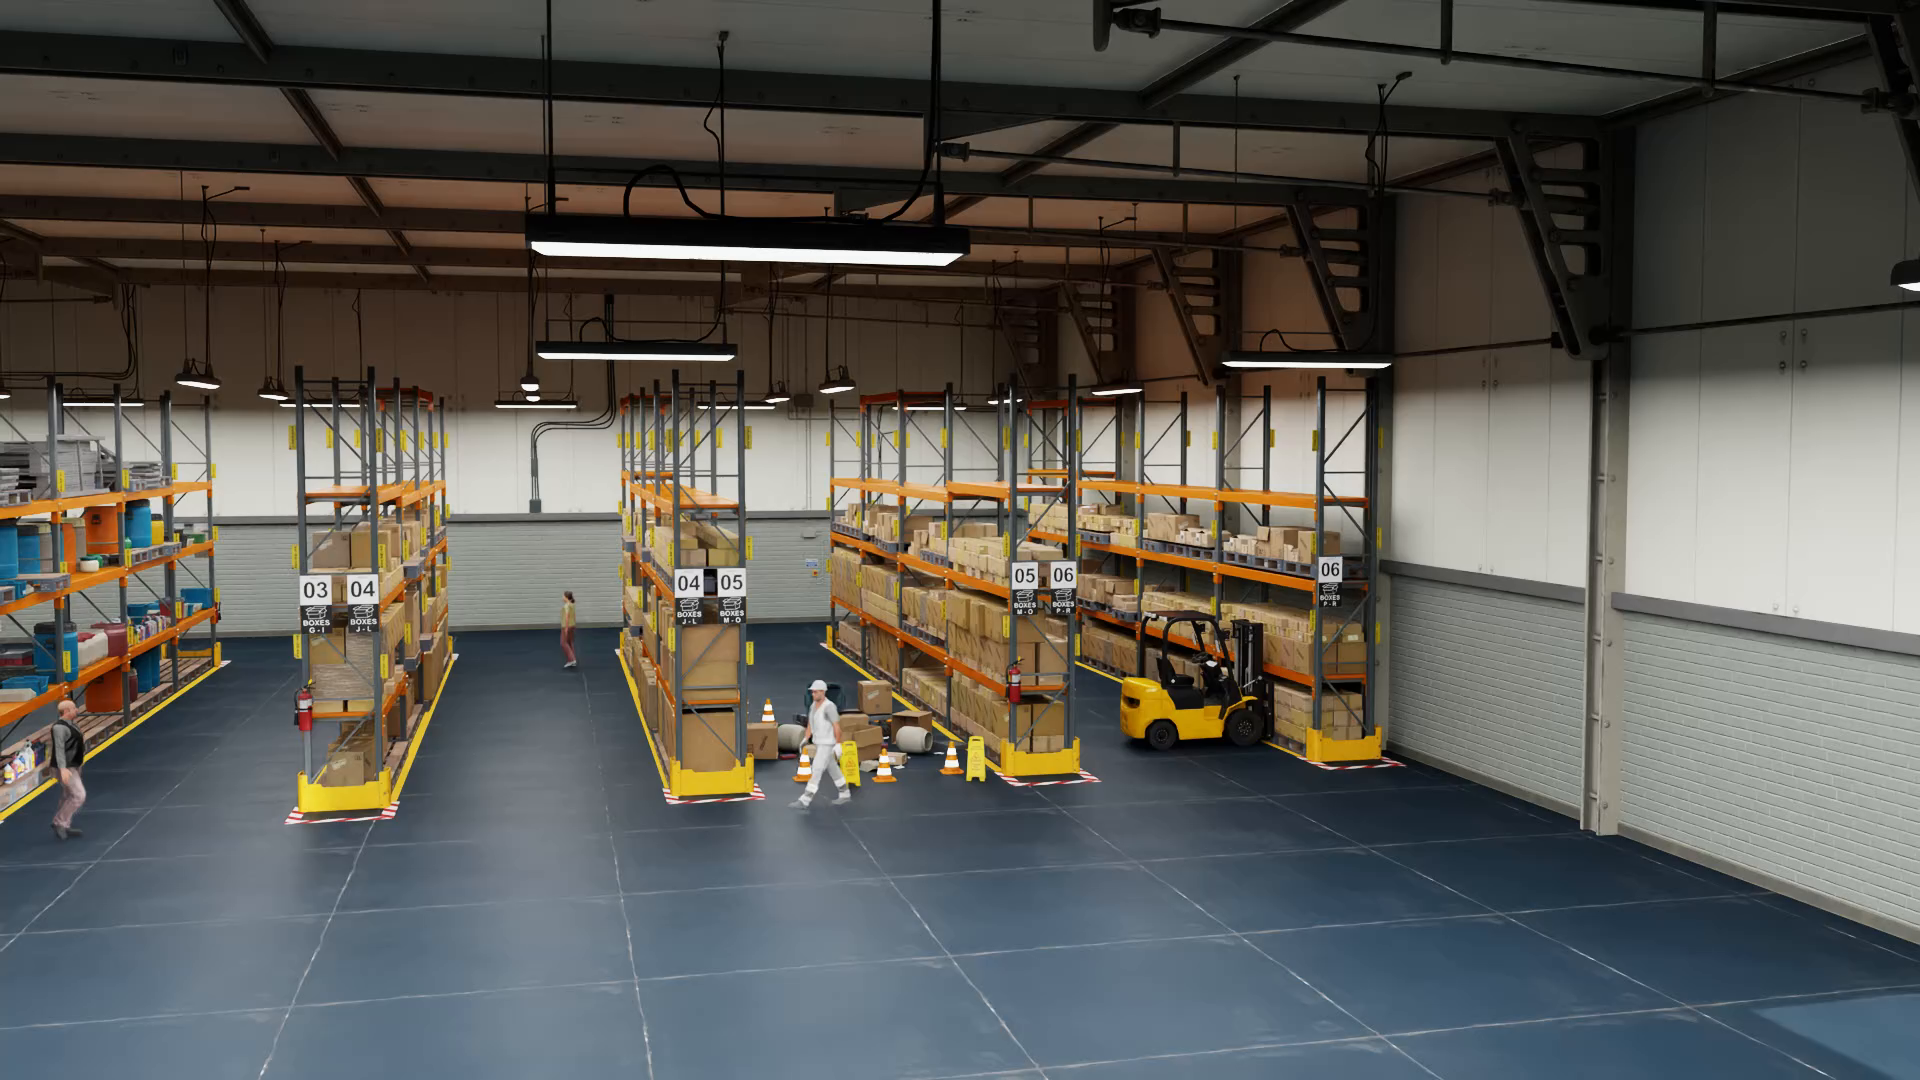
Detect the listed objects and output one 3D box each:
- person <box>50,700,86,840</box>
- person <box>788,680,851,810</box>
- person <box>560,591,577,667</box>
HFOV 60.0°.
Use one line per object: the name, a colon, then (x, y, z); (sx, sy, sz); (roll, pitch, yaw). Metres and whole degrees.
person: (-11.216, 2.880, 20.946); (0.429, 1.728, 0.565); (-1, 4, -13)
person: (-1.929, 2.762, 22.494); (1.050, 1.730, 0.560); (-2, 4, -31)
person: (-8.682, 1.983, 36.948); (0.371, 1.716, 0.485); (1, 4, 14)
